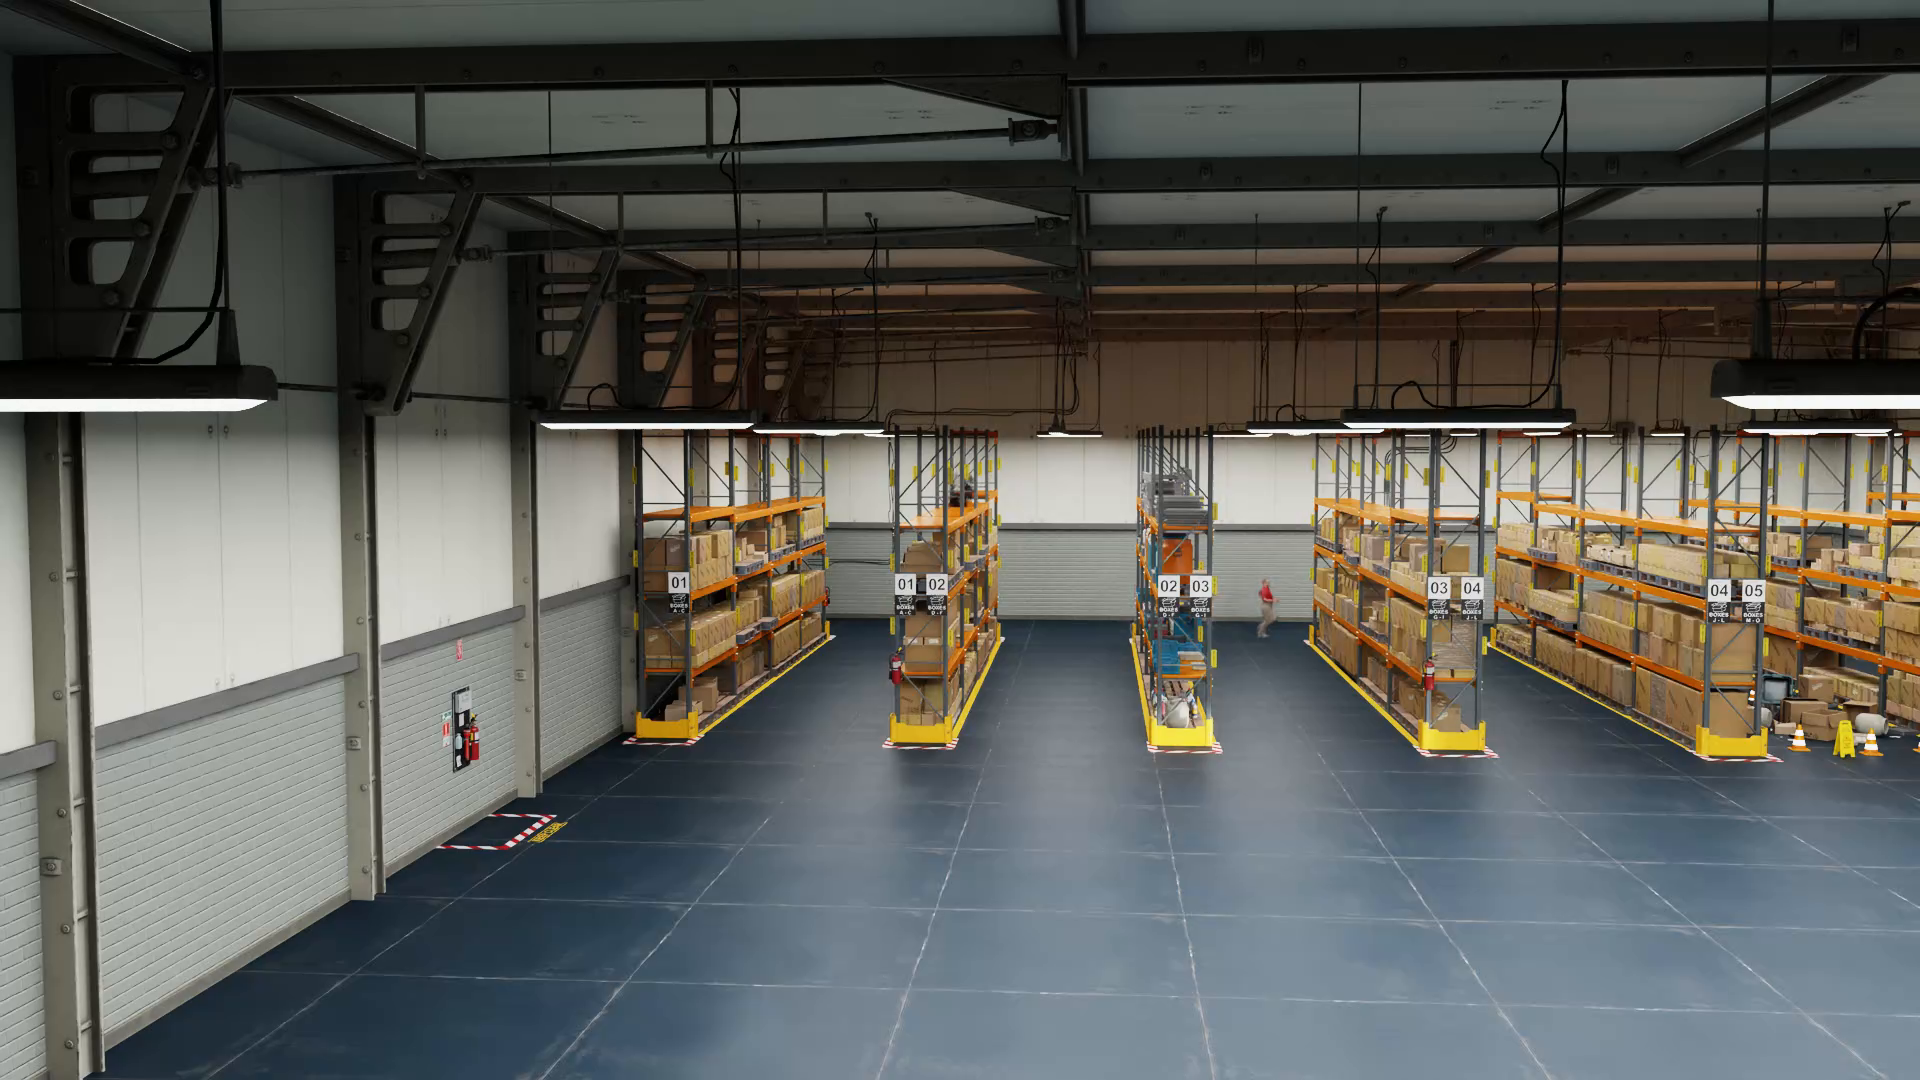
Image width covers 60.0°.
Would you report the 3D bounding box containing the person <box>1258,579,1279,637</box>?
[{"bbox_3d":[8.943,1.971,48.182,0.621,1.686,0.648,1,4,14],"label":"person"}]
